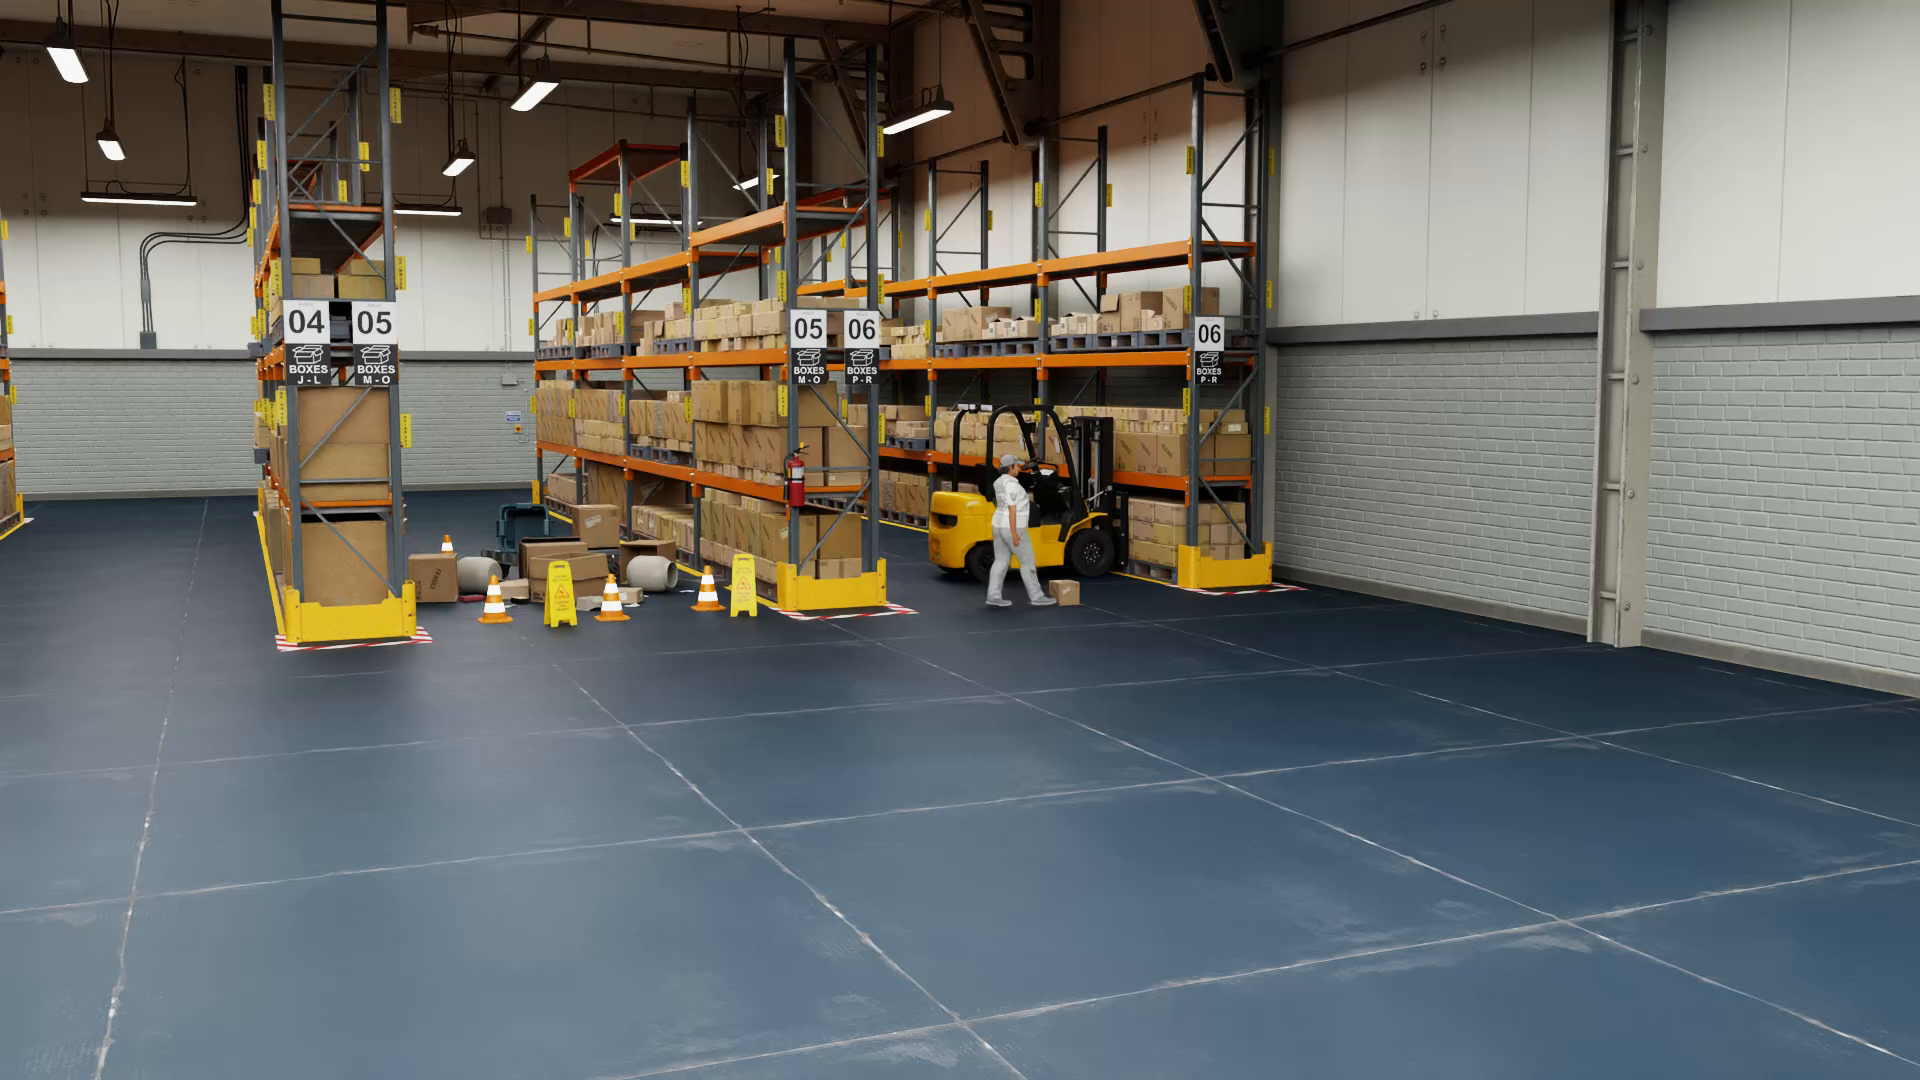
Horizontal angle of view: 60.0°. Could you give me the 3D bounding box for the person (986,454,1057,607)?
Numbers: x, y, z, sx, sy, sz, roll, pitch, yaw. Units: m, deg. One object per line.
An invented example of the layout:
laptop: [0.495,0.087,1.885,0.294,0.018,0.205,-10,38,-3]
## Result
person: [0.650,-0.107,18.010,0.728,1.656,0.490,-2,6,-24]
